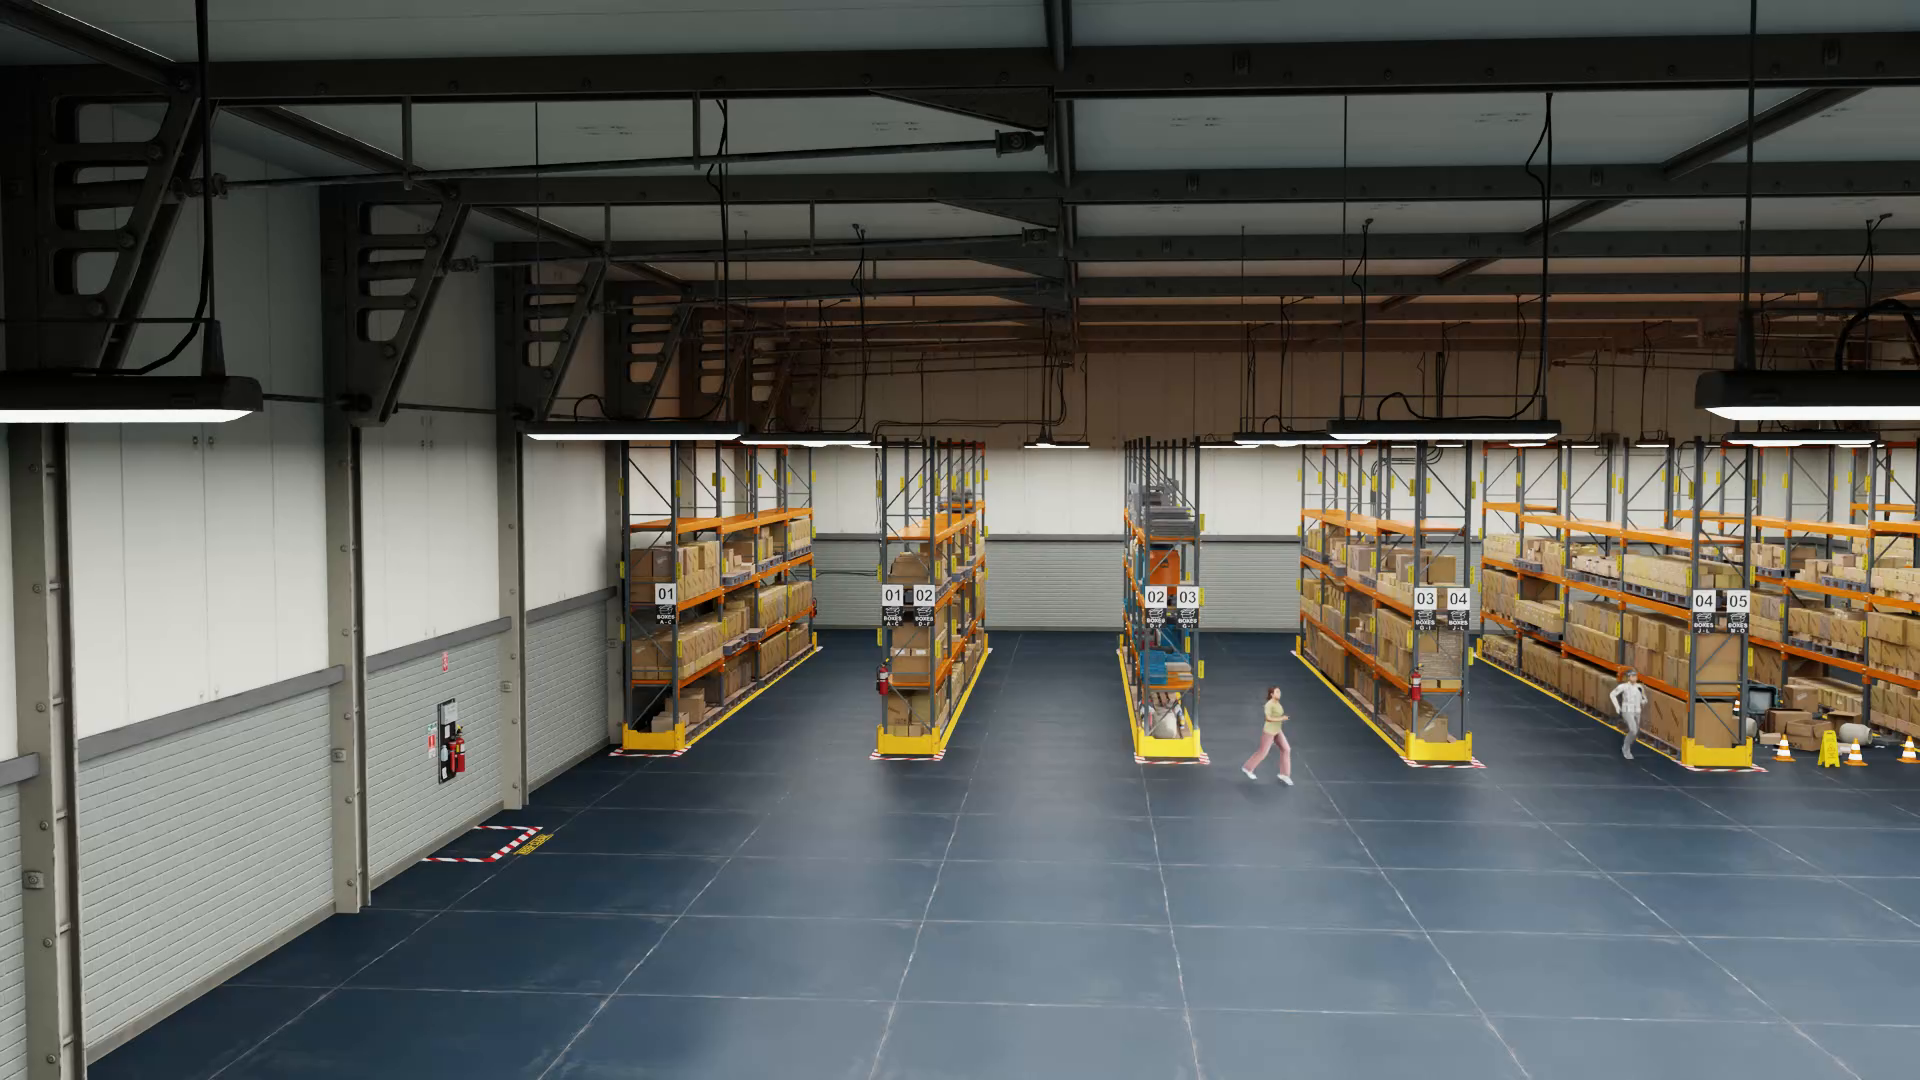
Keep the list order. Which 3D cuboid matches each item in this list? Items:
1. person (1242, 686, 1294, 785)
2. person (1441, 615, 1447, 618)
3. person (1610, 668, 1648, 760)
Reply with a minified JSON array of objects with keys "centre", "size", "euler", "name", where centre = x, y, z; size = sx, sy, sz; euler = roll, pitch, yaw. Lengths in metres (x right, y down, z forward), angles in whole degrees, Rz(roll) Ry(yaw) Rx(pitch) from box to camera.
[{"centre":[5.334,3.351,28.706],"size":[0.901,1.708,0.584],"euler":[2,4,37],"name":"person"},{"centre":[13.095,2.523,44.614],"size":[0.614,1.681,0.929],"euler":[1,3,10],"name":"person"},{"centre":[12.463,3.227,30.850],"size":[0.579,1.706,0.674],"euler":[-1,3,-12],"name":"person"}]
